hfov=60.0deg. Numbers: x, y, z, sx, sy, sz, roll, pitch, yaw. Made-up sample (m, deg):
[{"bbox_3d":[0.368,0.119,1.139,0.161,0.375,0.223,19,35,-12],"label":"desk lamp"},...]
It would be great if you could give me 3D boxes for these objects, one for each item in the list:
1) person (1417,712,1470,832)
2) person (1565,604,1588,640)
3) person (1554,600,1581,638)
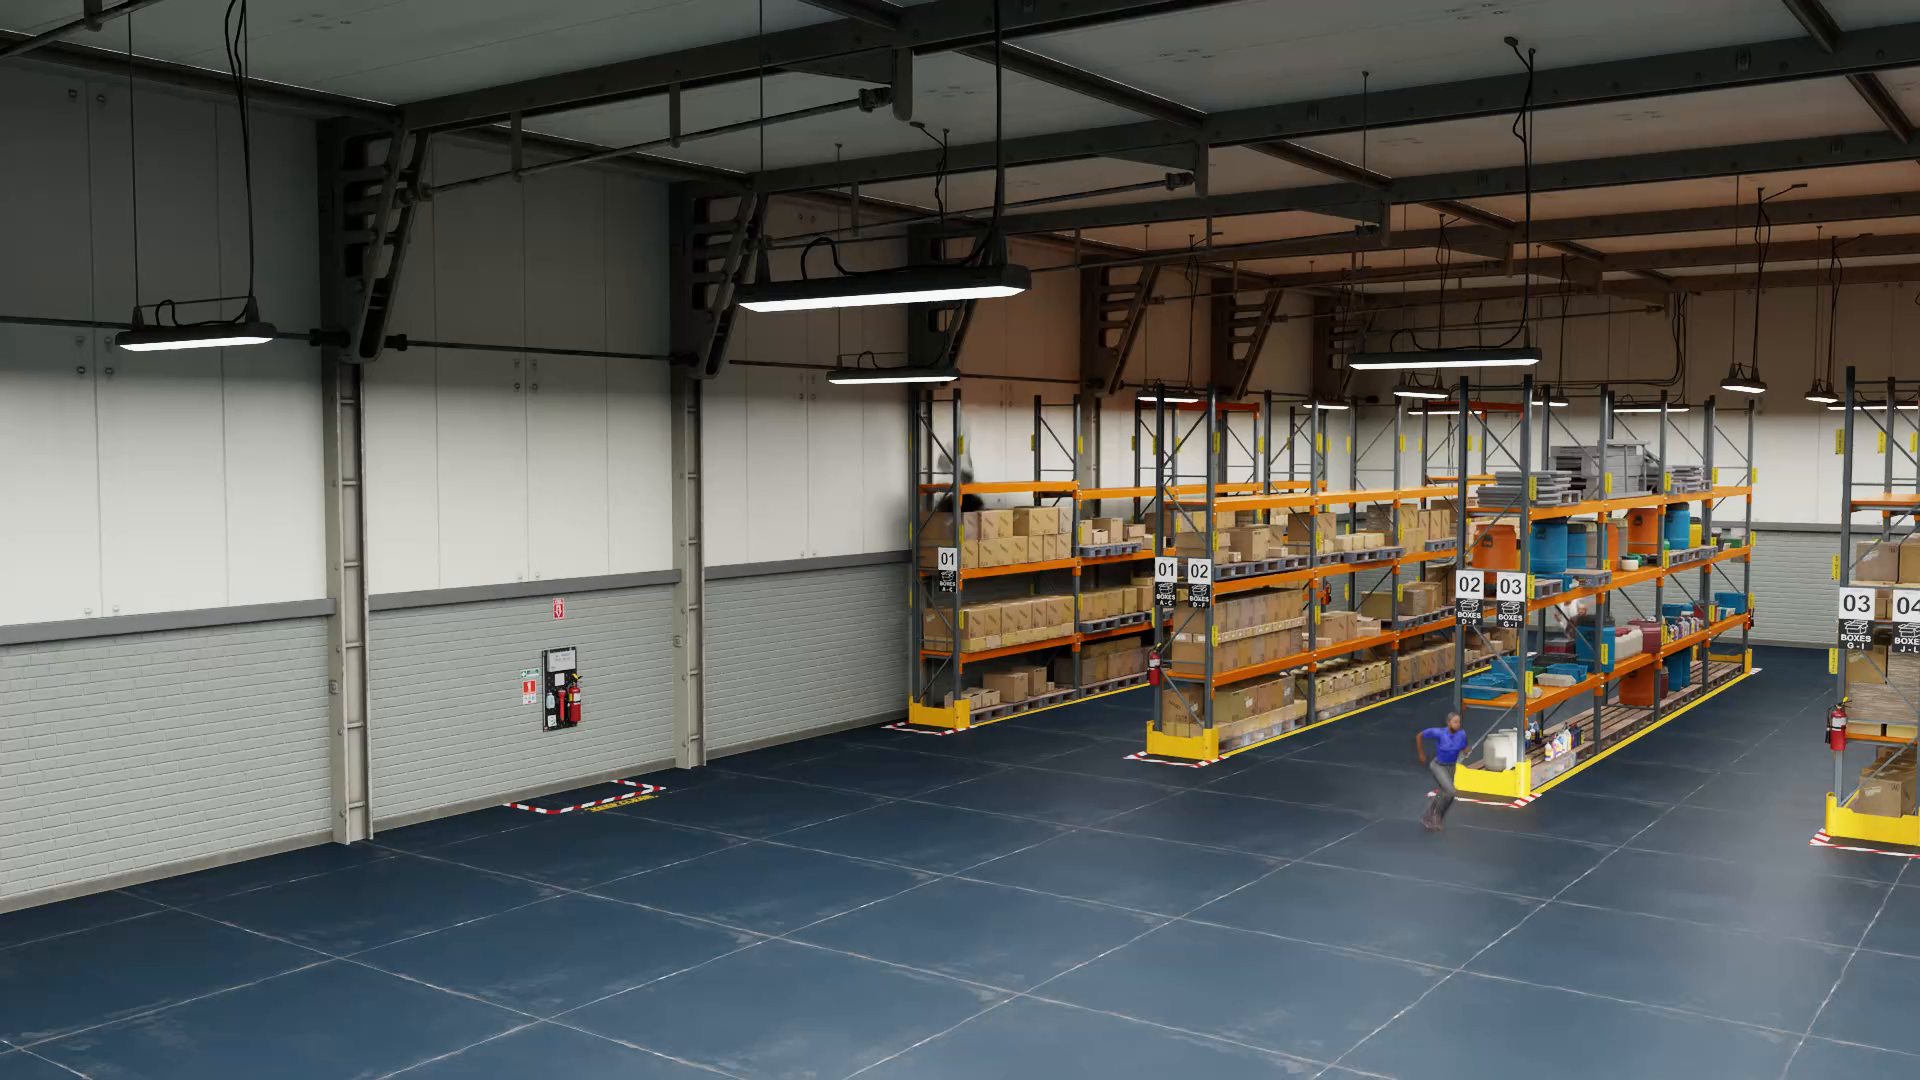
[{"bbox_3d":[6.212,2.972,21.363,0.564,1.551,0.853,-1,4,-24],"label":"person"},{"bbox_3d":[12.759,2.177,34.081,0.695,1.763,0.991,2,4,29],"label":"person"},{"bbox_3d":[14.035,1.981,38.252,0.713,1.690,0.570,1,4,23],"label":"person"}]
